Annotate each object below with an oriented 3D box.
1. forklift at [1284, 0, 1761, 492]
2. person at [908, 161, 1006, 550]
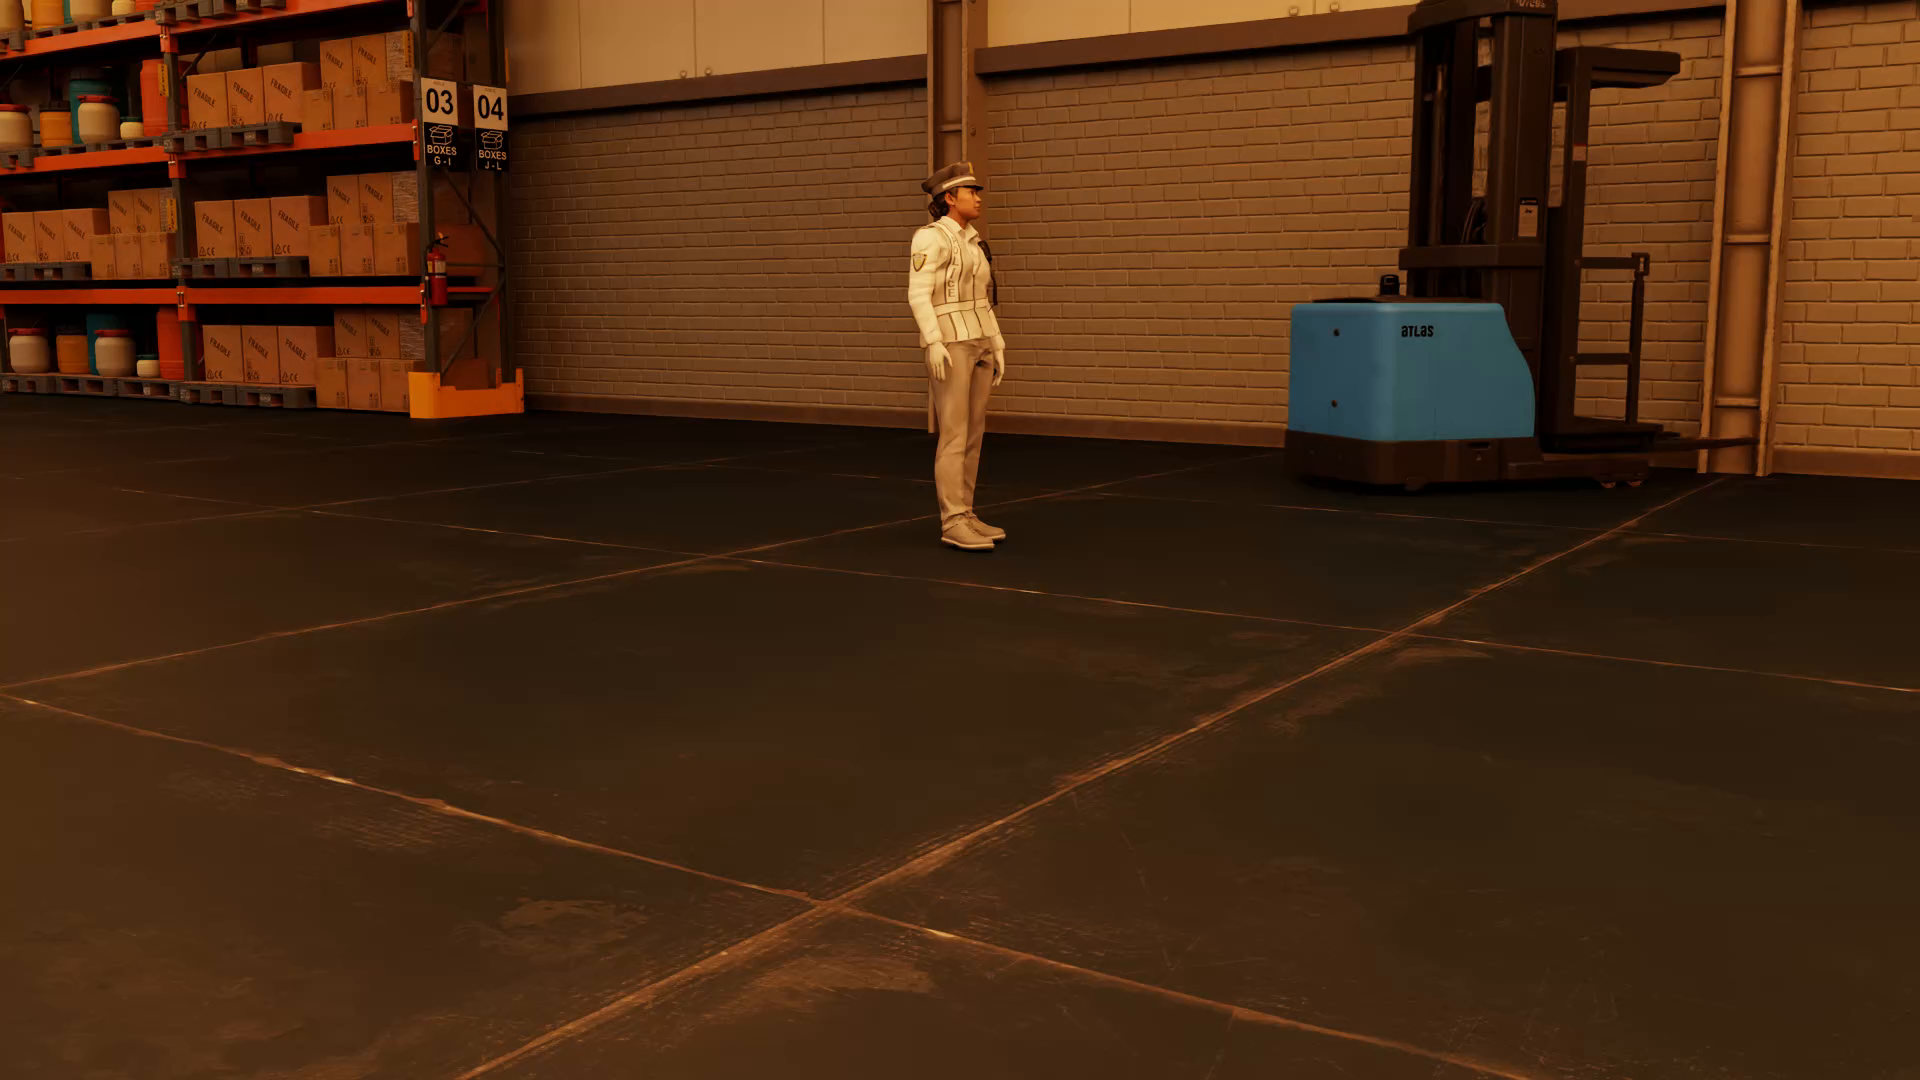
[{"bbox_3d":[3.543,-1.827,10.042,3.031,2.935,1.130,-3,9,-21],"label":"forklift"},{"bbox_3d":[0.053,-0.840,7.439,0.530,1.694,0.586,5,10,34],"label":"person"}]
